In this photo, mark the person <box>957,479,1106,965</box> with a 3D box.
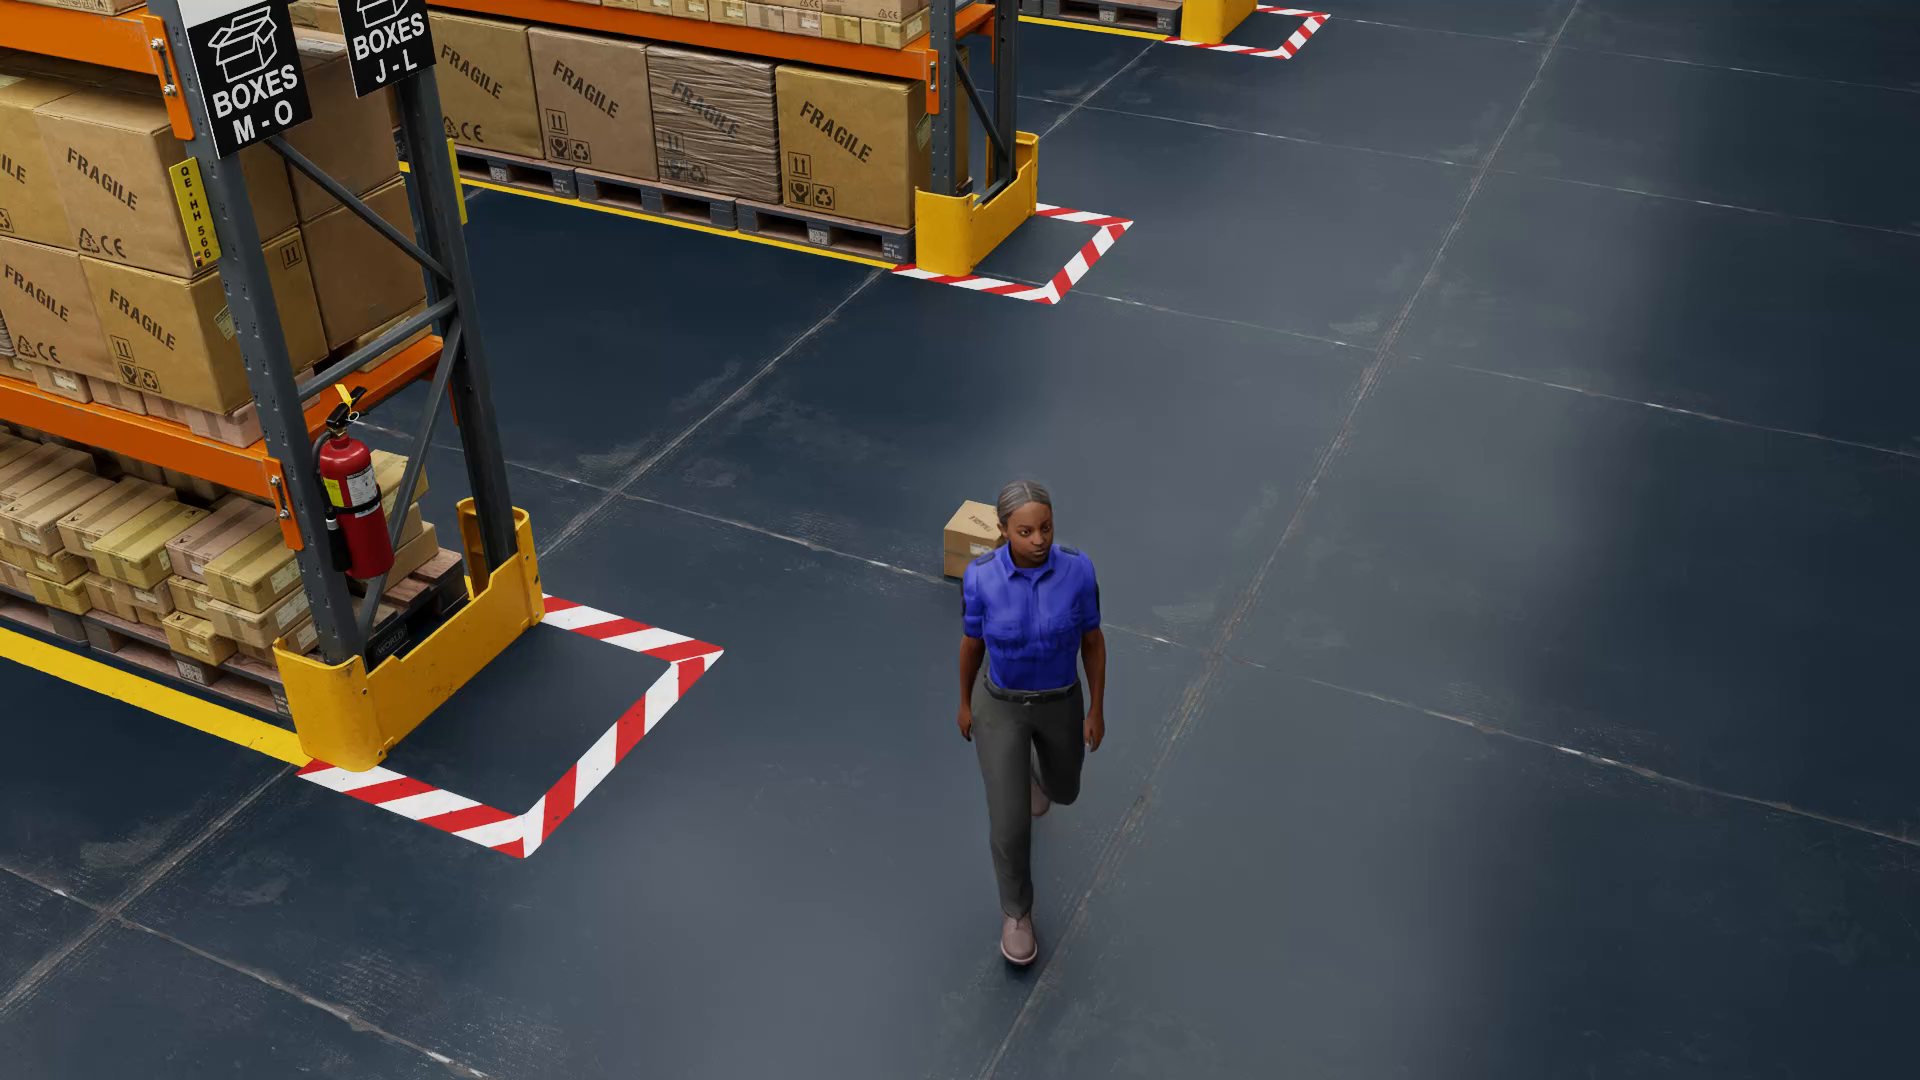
[{"bbox_3d":[0.229,0.503,5.386,0.462,1.610,0.860,-5,34,-7],"label":"person"}]
